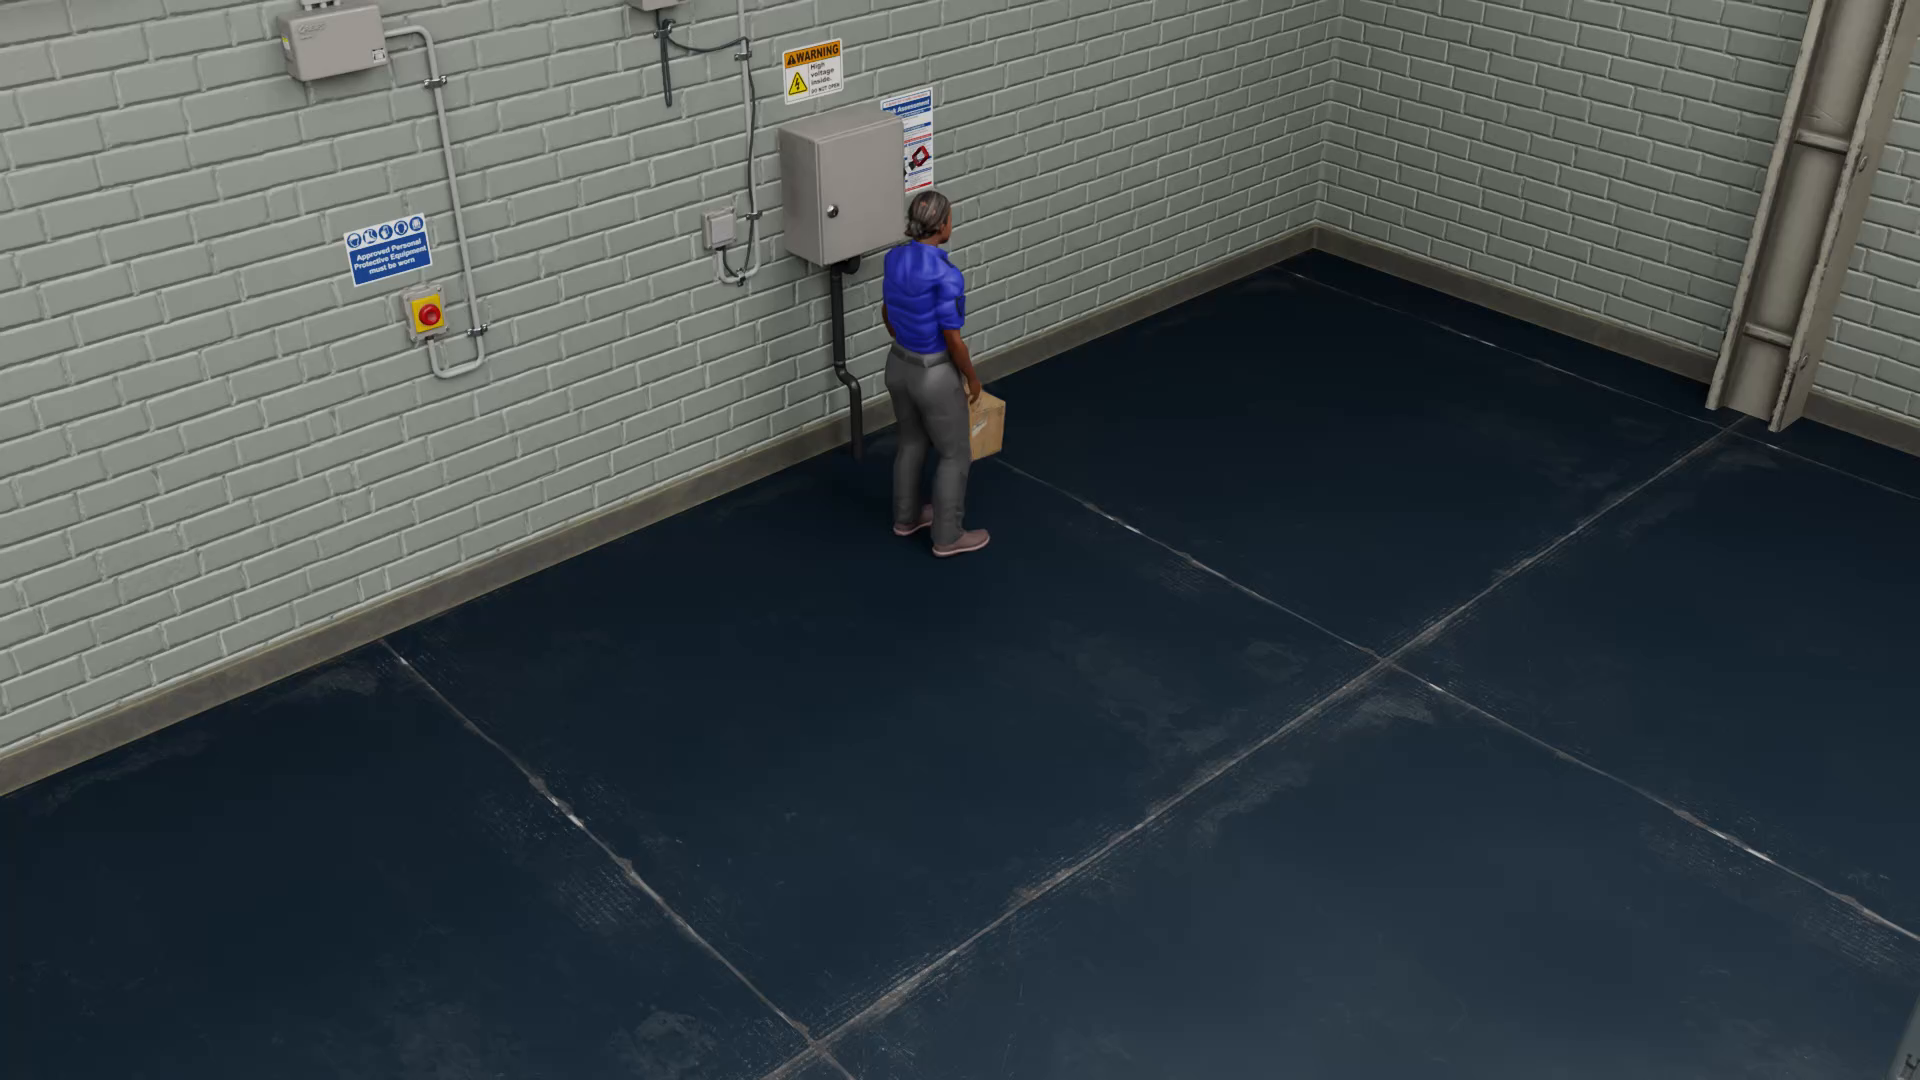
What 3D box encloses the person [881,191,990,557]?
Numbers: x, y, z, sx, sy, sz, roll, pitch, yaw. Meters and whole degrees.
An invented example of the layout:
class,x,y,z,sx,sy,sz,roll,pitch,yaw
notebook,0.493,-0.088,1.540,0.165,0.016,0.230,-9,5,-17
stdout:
class,x,y,z,sx,sy,sz,roll,pitch,yaw
person,-0.130,-0.721,7.293,0.345,1.659,0.494,-27,41,-36
